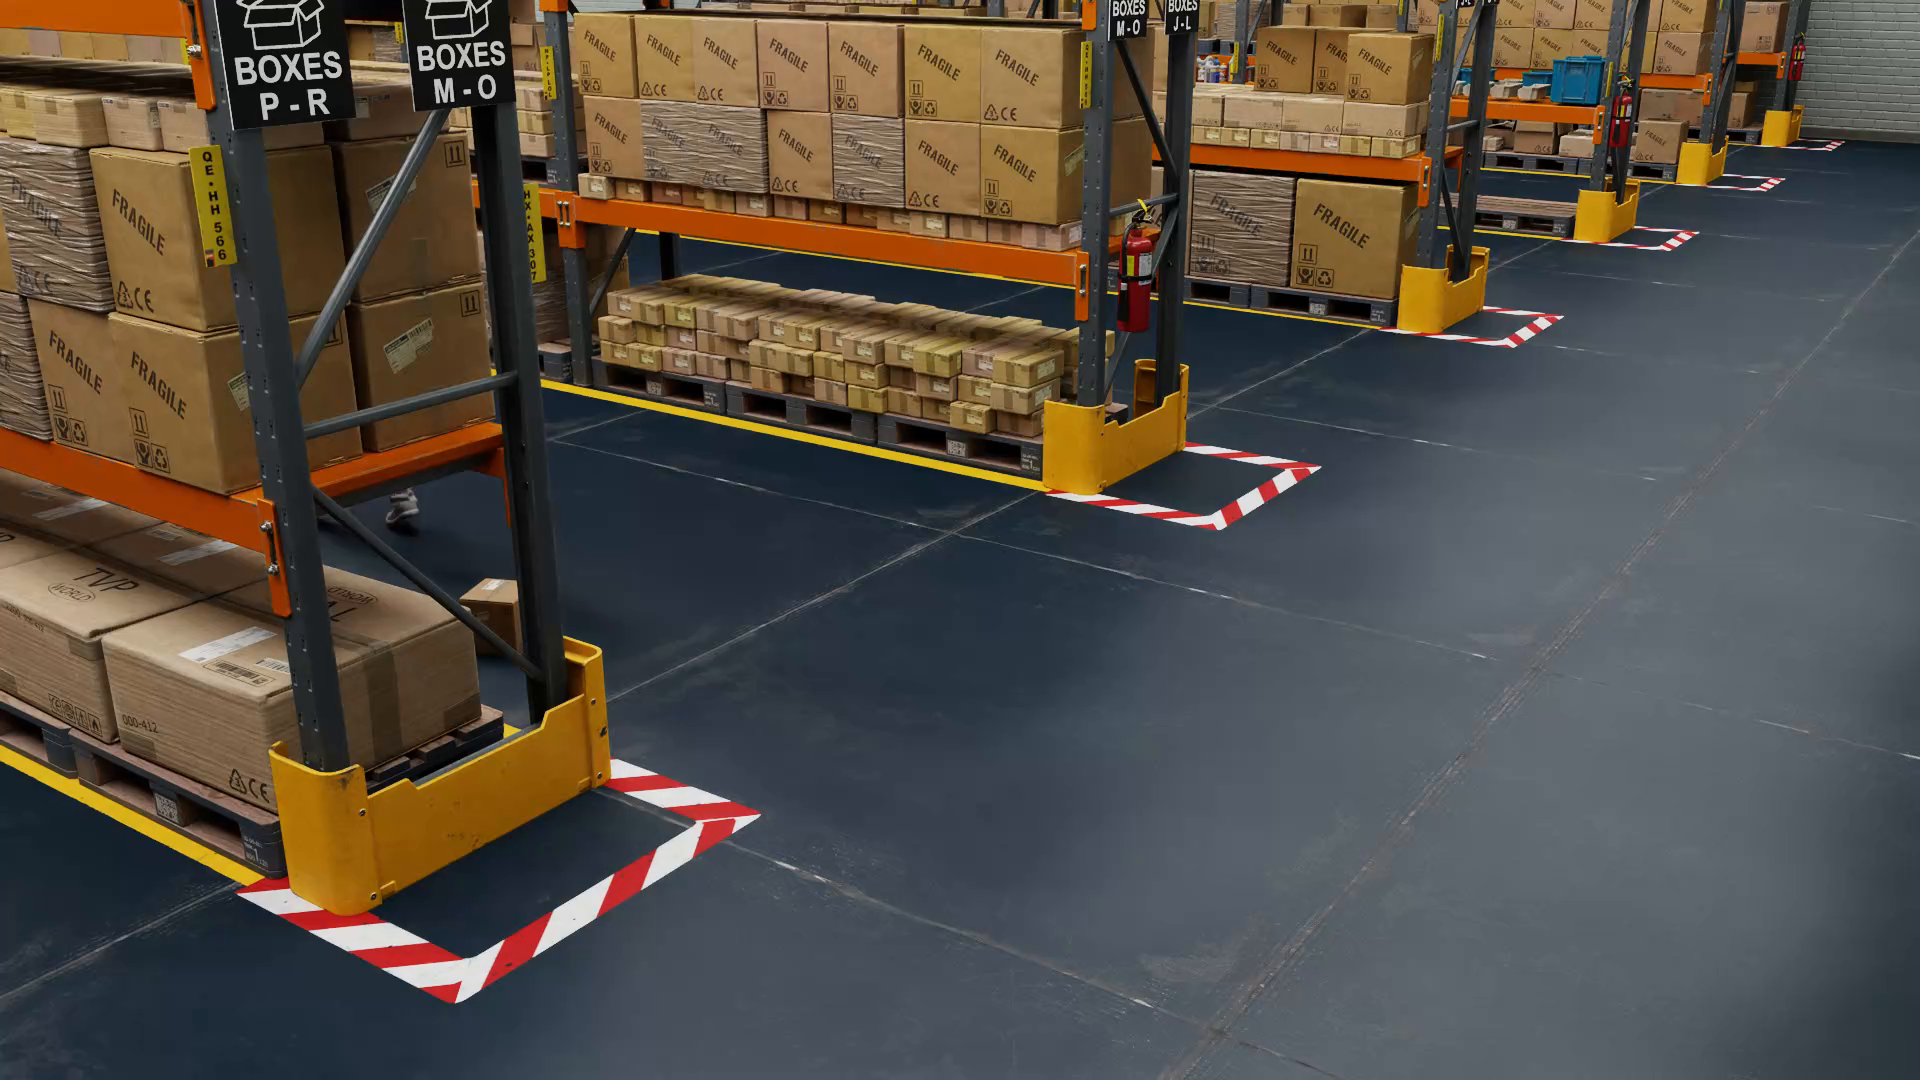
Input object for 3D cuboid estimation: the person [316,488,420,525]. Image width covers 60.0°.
[{"bbox_3d":[-3.149,-0.878,8.413,0.777,1.660,0.626,15,25,35],"label":"person"}]
